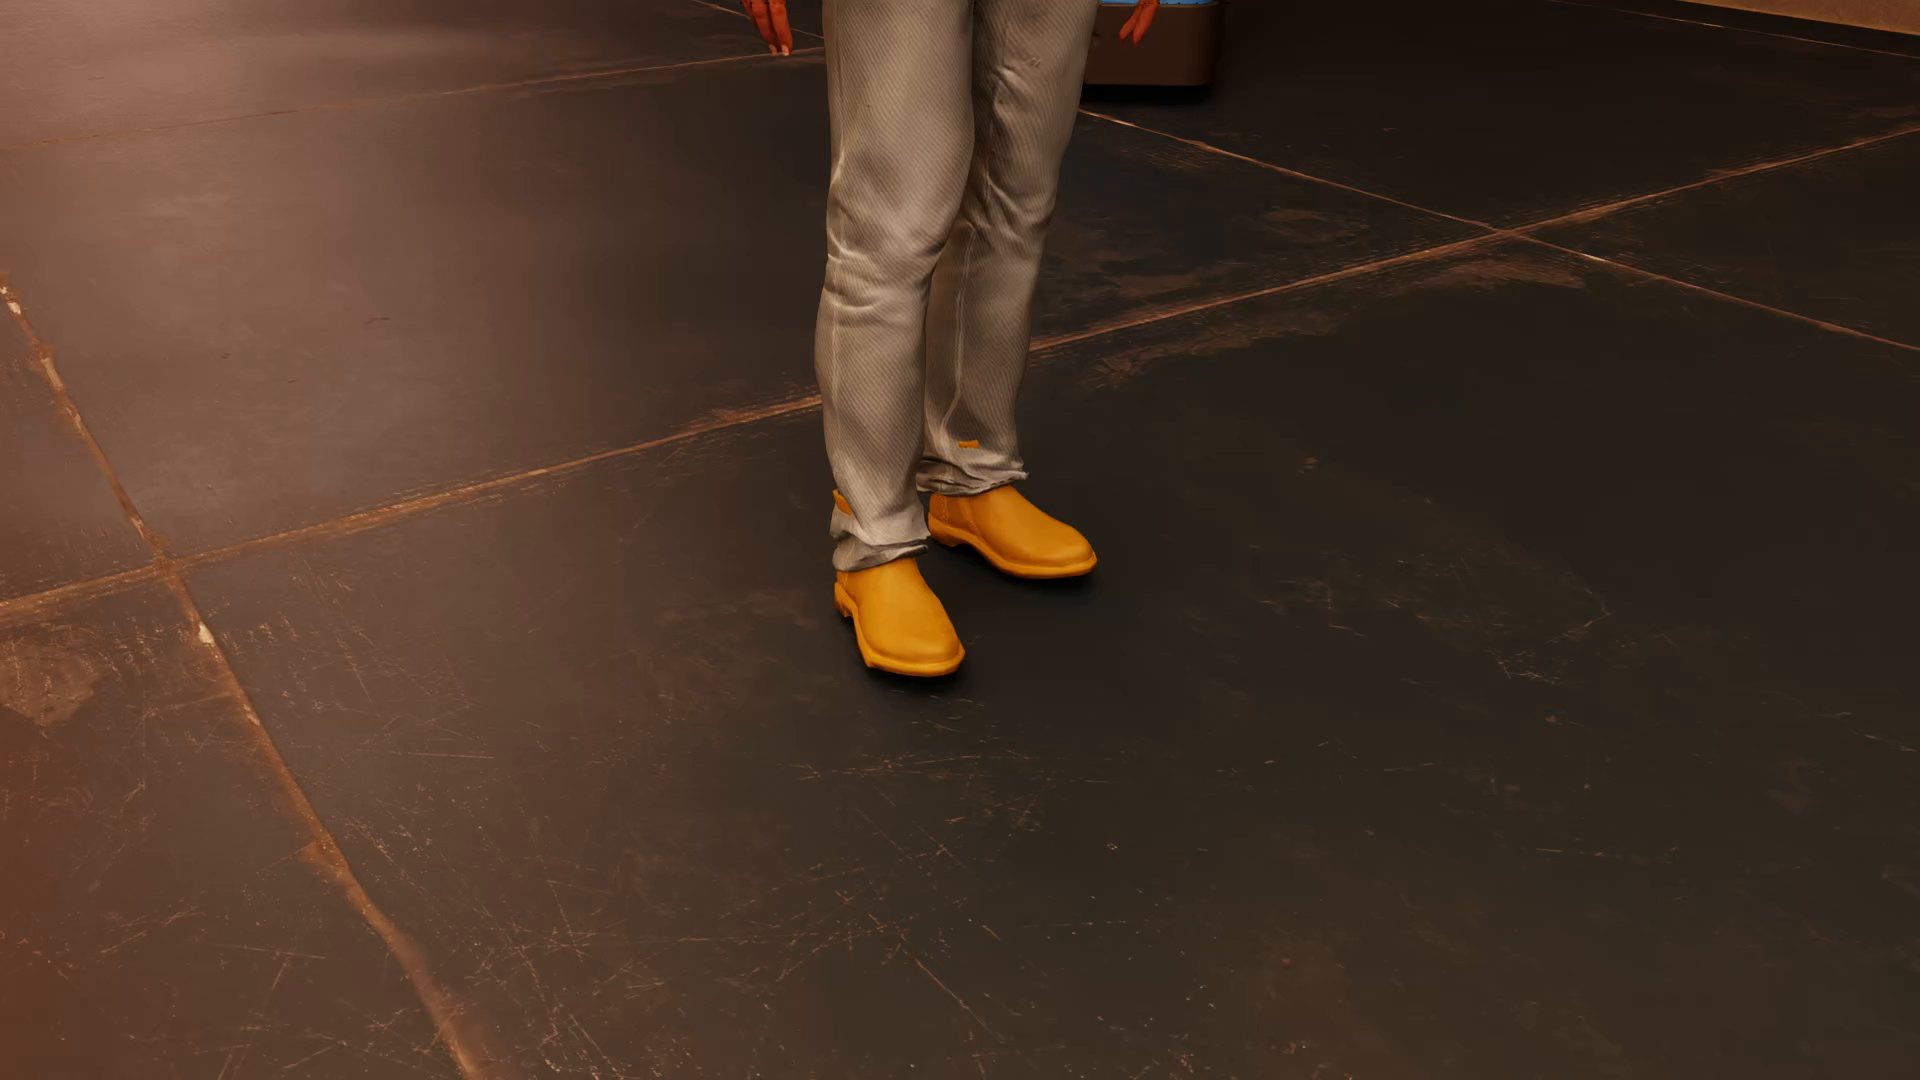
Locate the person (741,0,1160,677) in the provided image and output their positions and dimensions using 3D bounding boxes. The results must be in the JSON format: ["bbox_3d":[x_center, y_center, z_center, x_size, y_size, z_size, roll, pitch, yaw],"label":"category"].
[{"bbox_3d":[0.036,-0.768,2.047,0.666,1.768,0.575,-17,31,-31],"label":"person"}]

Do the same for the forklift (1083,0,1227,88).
[{"bbox_3d":[0.421,-3.338,5.885,1.130,2.935,3.031,3,27,5],"label":"forklift"}]
